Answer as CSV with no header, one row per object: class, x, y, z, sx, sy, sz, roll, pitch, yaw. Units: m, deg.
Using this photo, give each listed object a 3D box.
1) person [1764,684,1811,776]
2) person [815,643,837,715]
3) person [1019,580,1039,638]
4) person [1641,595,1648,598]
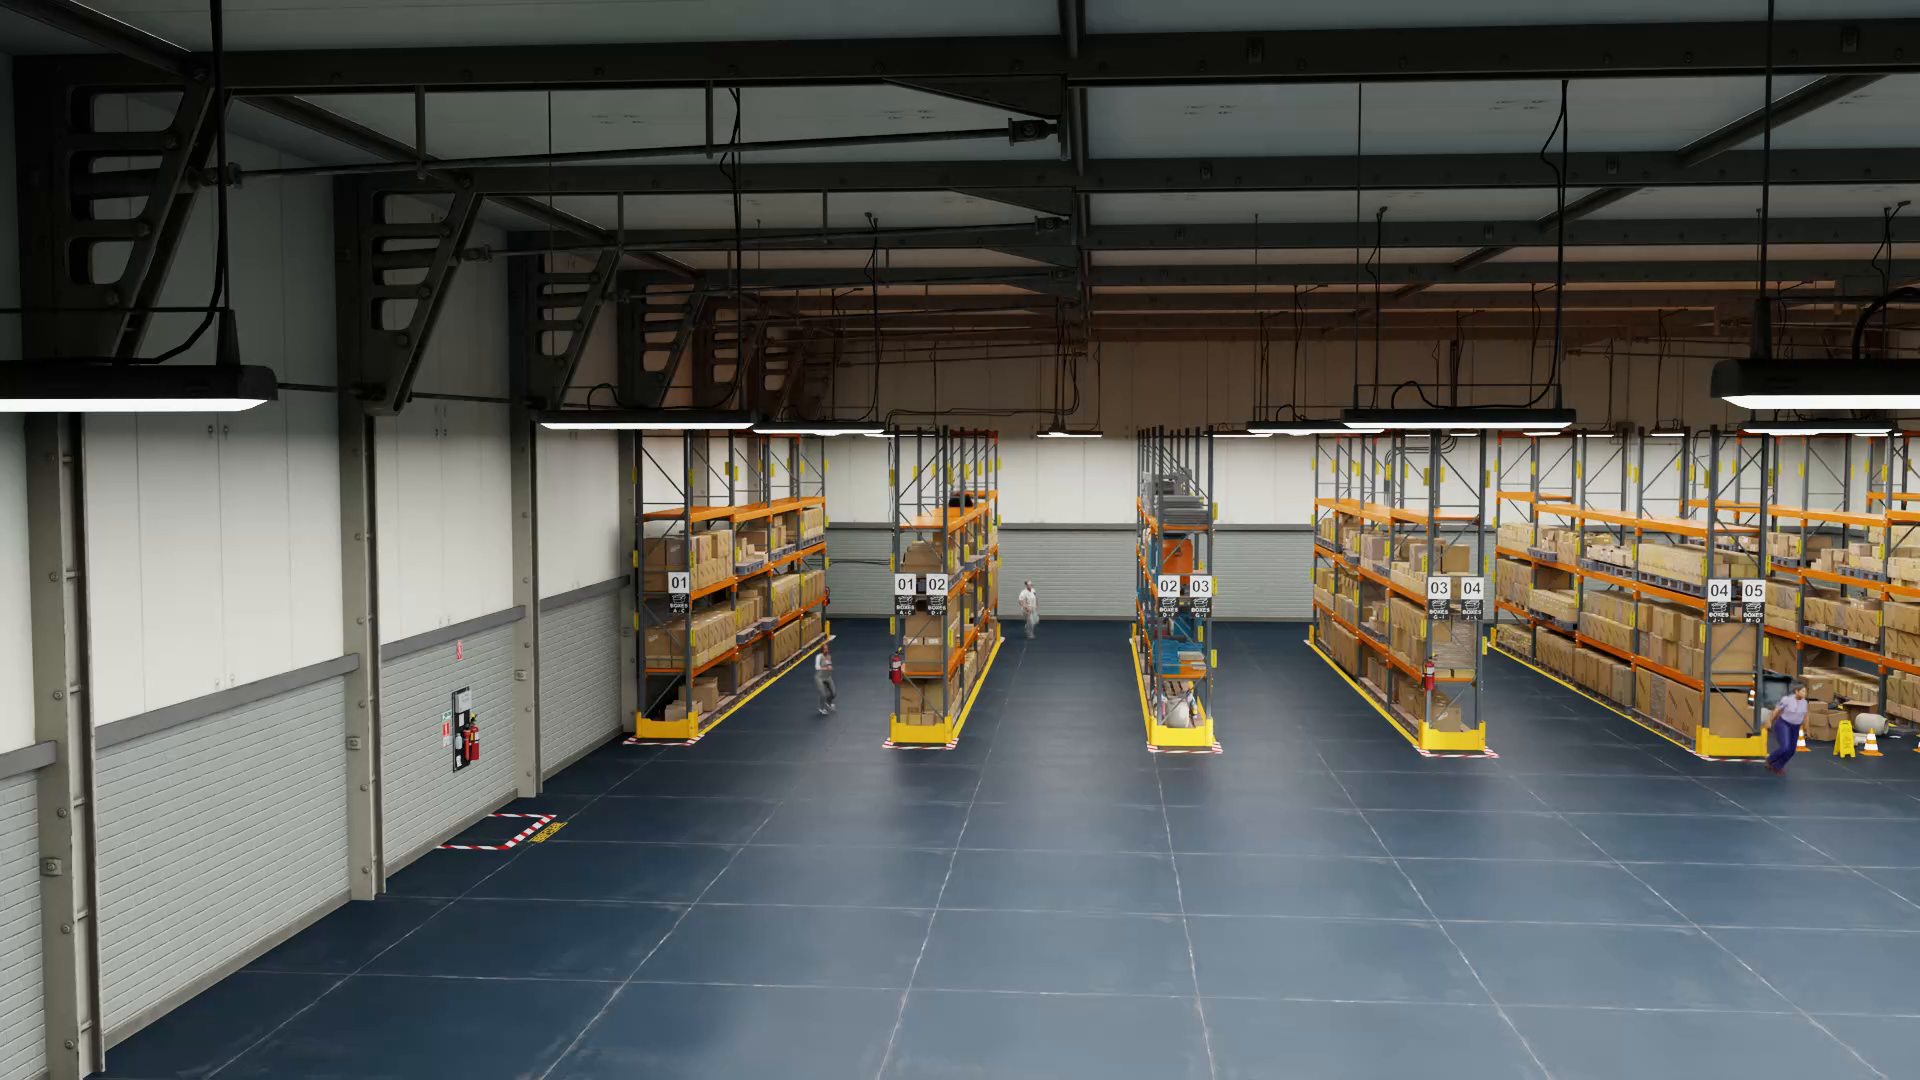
person,14.111,3.235,28.362,0.639,1.598,0.550,-1,4,-18
person,-2.770,2.903,34.526,0.586,1.519,0.763,-2,4,-31
person,1.955,1.990,48.044,0.674,1.701,0.553,-3,5,-41
person,17.742,2.271,43.215,0.654,1.699,0.905,-1,4,-15
